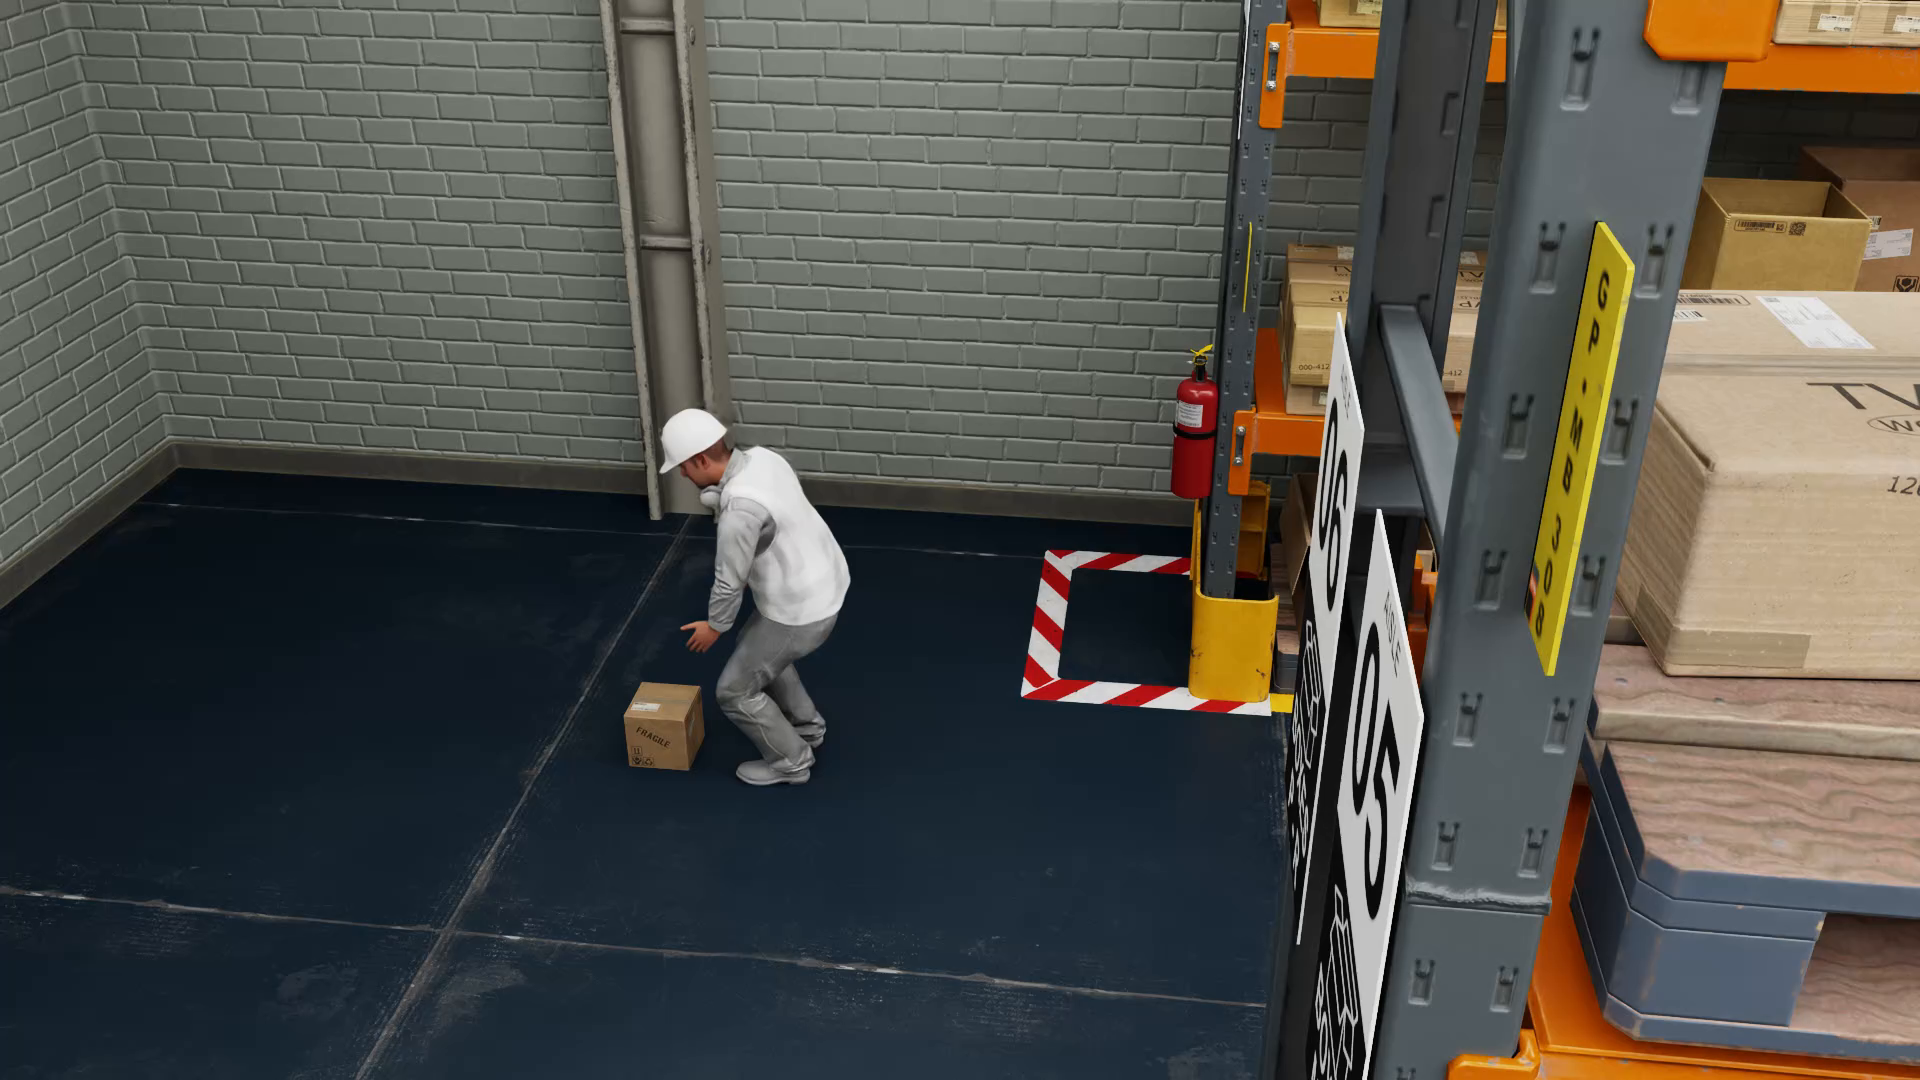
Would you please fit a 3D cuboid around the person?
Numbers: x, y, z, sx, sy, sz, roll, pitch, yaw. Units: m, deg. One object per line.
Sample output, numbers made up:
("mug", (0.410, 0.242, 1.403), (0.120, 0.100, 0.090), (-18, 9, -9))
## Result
("person", (-0.773, 0.228, 6.405), (0.671, 1.559, 0.588), (4, 28, 7))
